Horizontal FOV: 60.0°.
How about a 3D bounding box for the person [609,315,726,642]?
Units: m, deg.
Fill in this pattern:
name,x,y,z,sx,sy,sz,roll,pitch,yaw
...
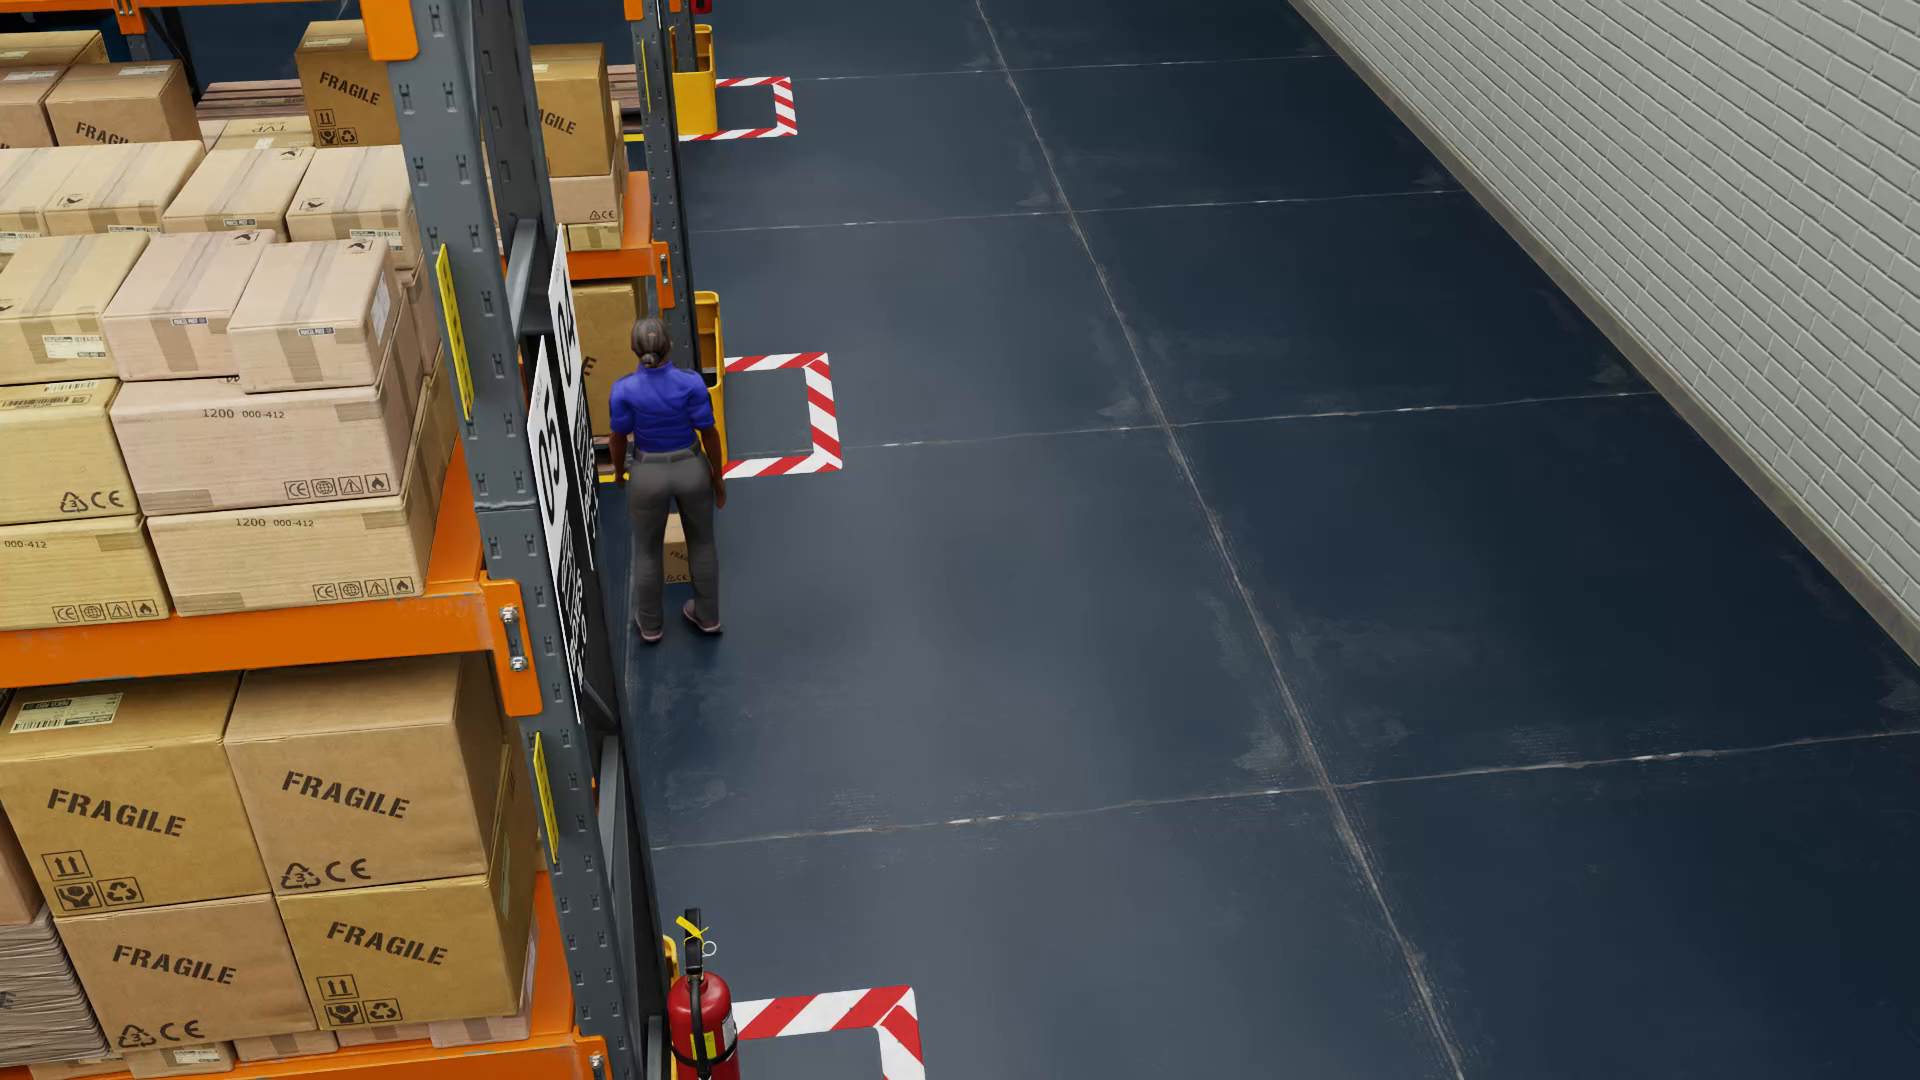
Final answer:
name,x,y,z,sx,sy,sz,roll,pitch,yaw
person,-1.318,-0.287,7.533,0.489,1.671,0.367,-7,36,-10
